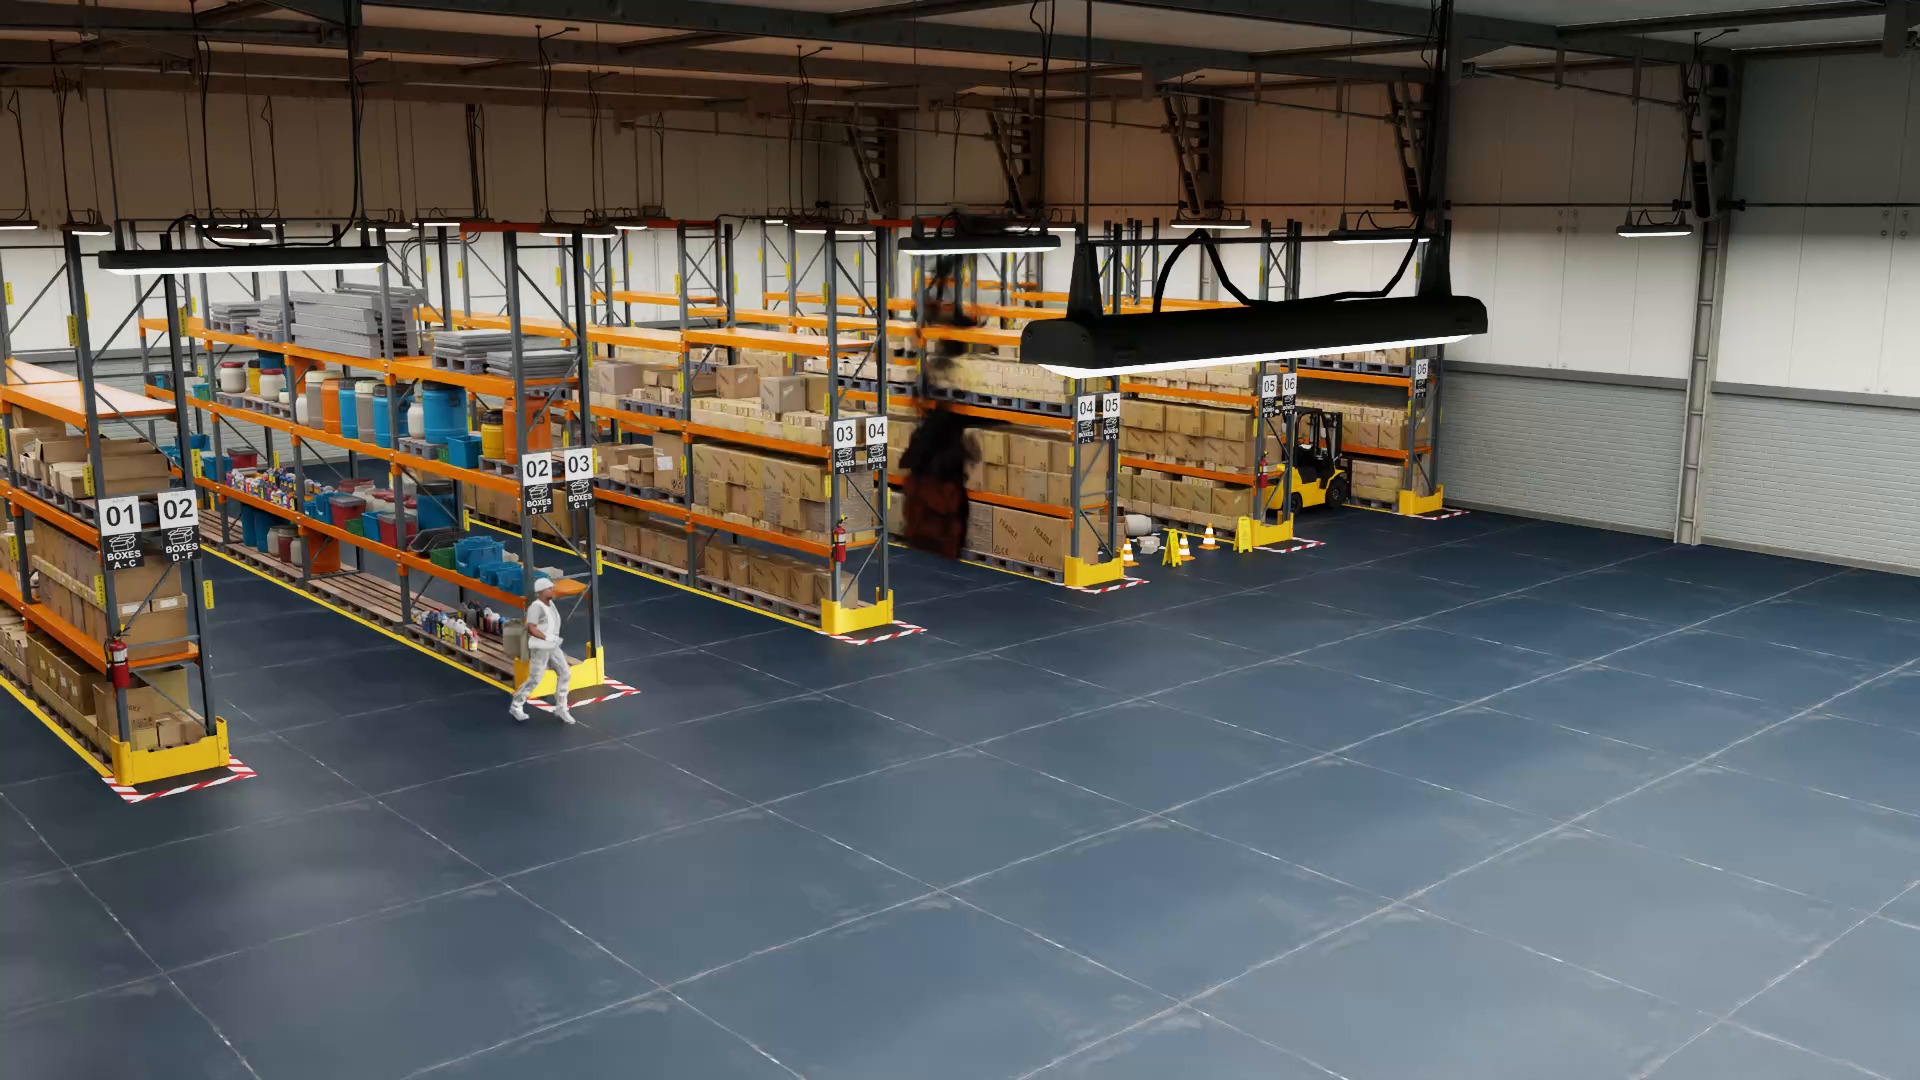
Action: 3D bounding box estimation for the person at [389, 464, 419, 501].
[{"bbox_3d":[-10.306,-0.687,31.104,0.778,1.611,0.533,8,14,34],"label":"person"}]

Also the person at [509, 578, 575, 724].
[{"bbox_3d":[-5.152,1.365,20.666,0.814,1.801,0.725,2,12,11],"label":"person"}]
